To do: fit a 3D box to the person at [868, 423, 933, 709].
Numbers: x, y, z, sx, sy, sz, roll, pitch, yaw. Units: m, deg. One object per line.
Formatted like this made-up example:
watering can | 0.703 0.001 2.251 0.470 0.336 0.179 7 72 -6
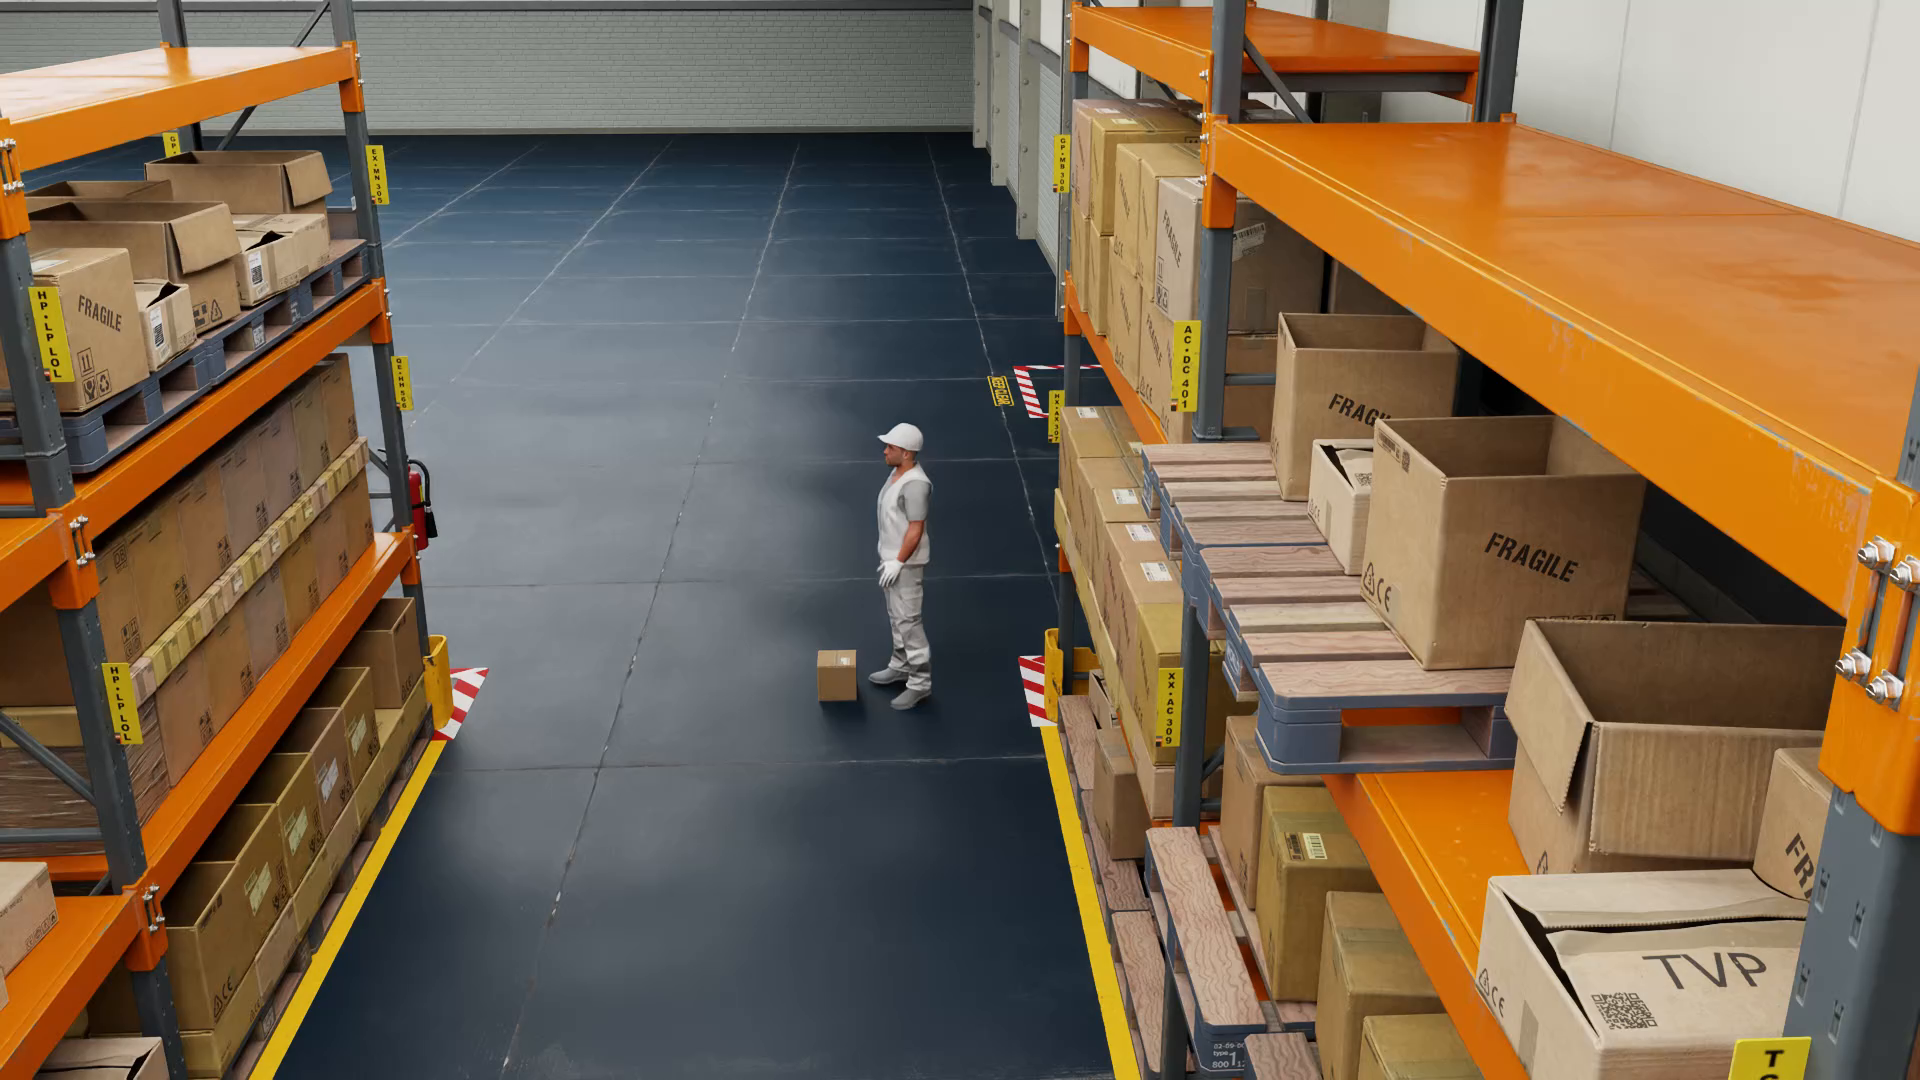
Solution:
person | -0.391 0.141 10.637 0.381 1.816 0.566 -5 21 -14
